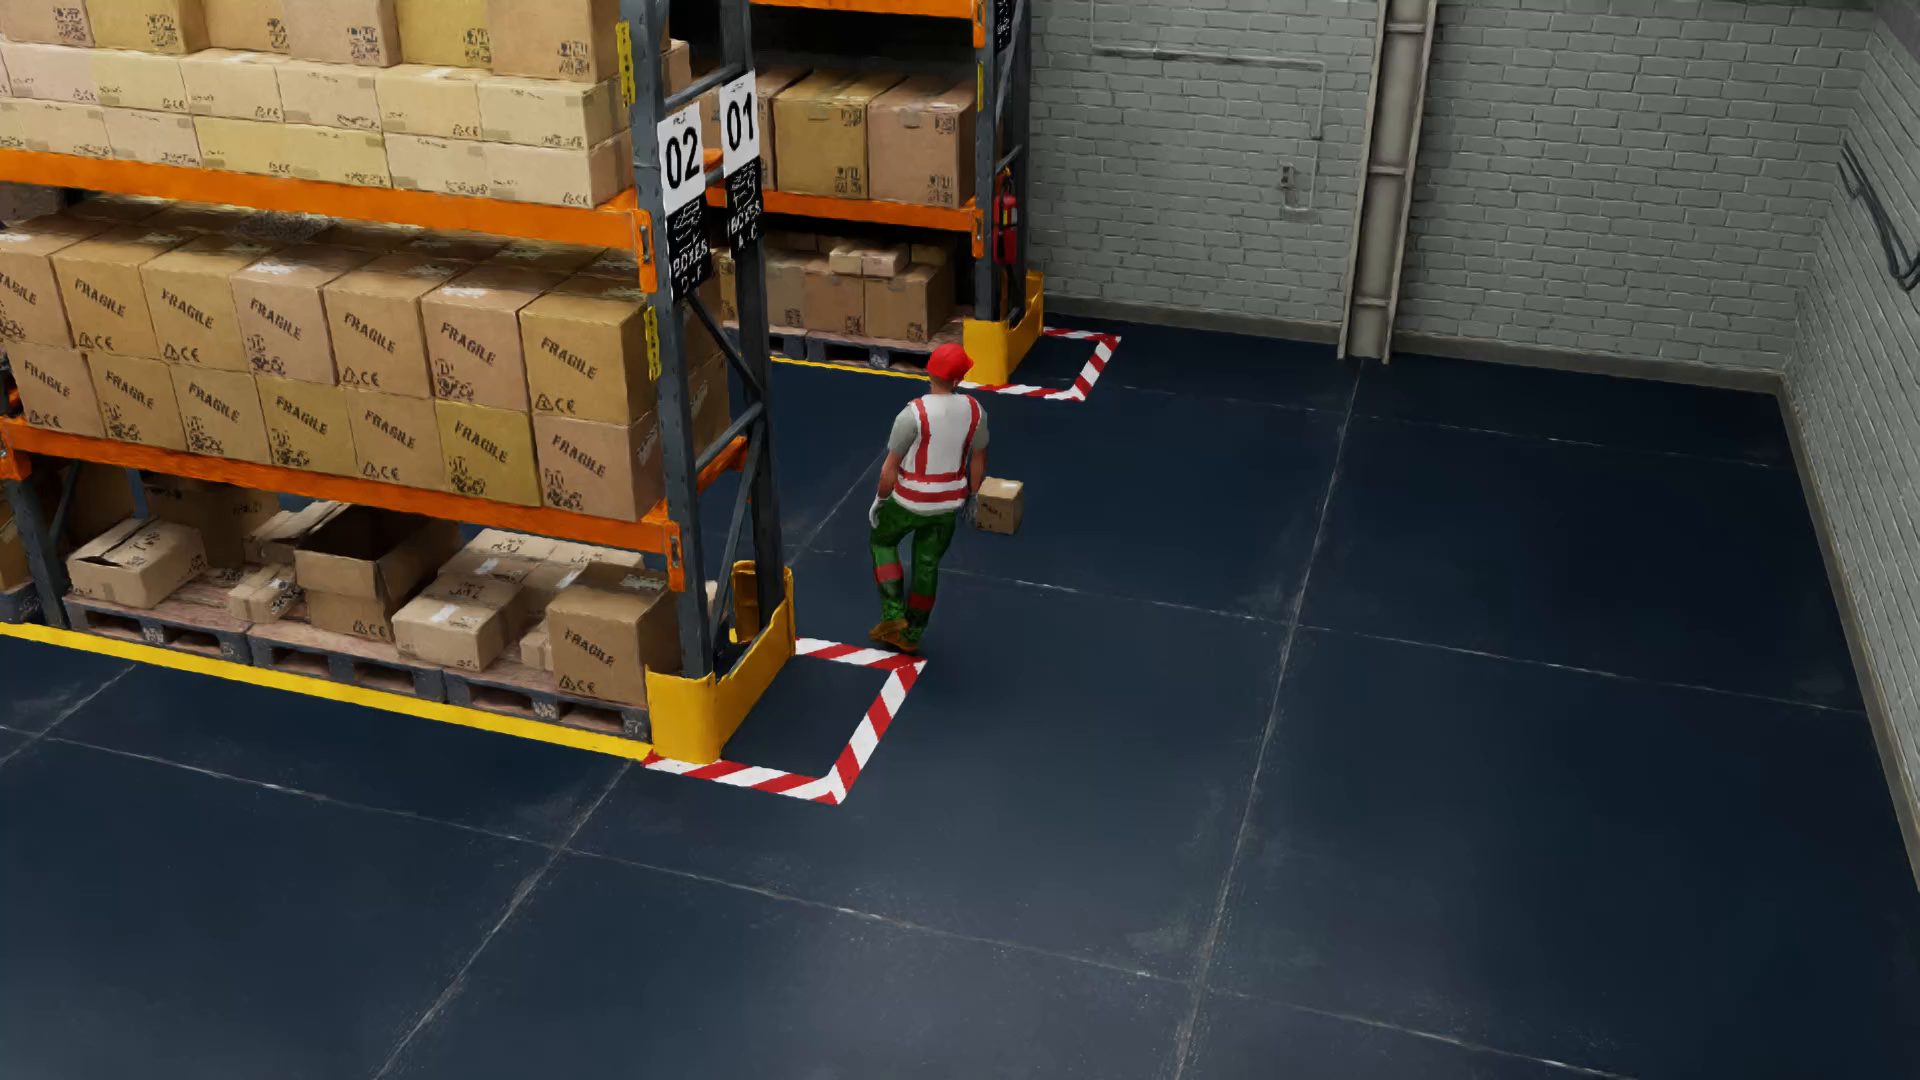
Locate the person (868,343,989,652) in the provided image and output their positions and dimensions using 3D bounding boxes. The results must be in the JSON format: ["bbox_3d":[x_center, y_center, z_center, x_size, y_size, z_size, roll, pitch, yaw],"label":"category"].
[{"bbox_3d":[-0.216,-0.225,8.893,0.681,1.771,0.465,-15,32,-25],"label":"person"}]
